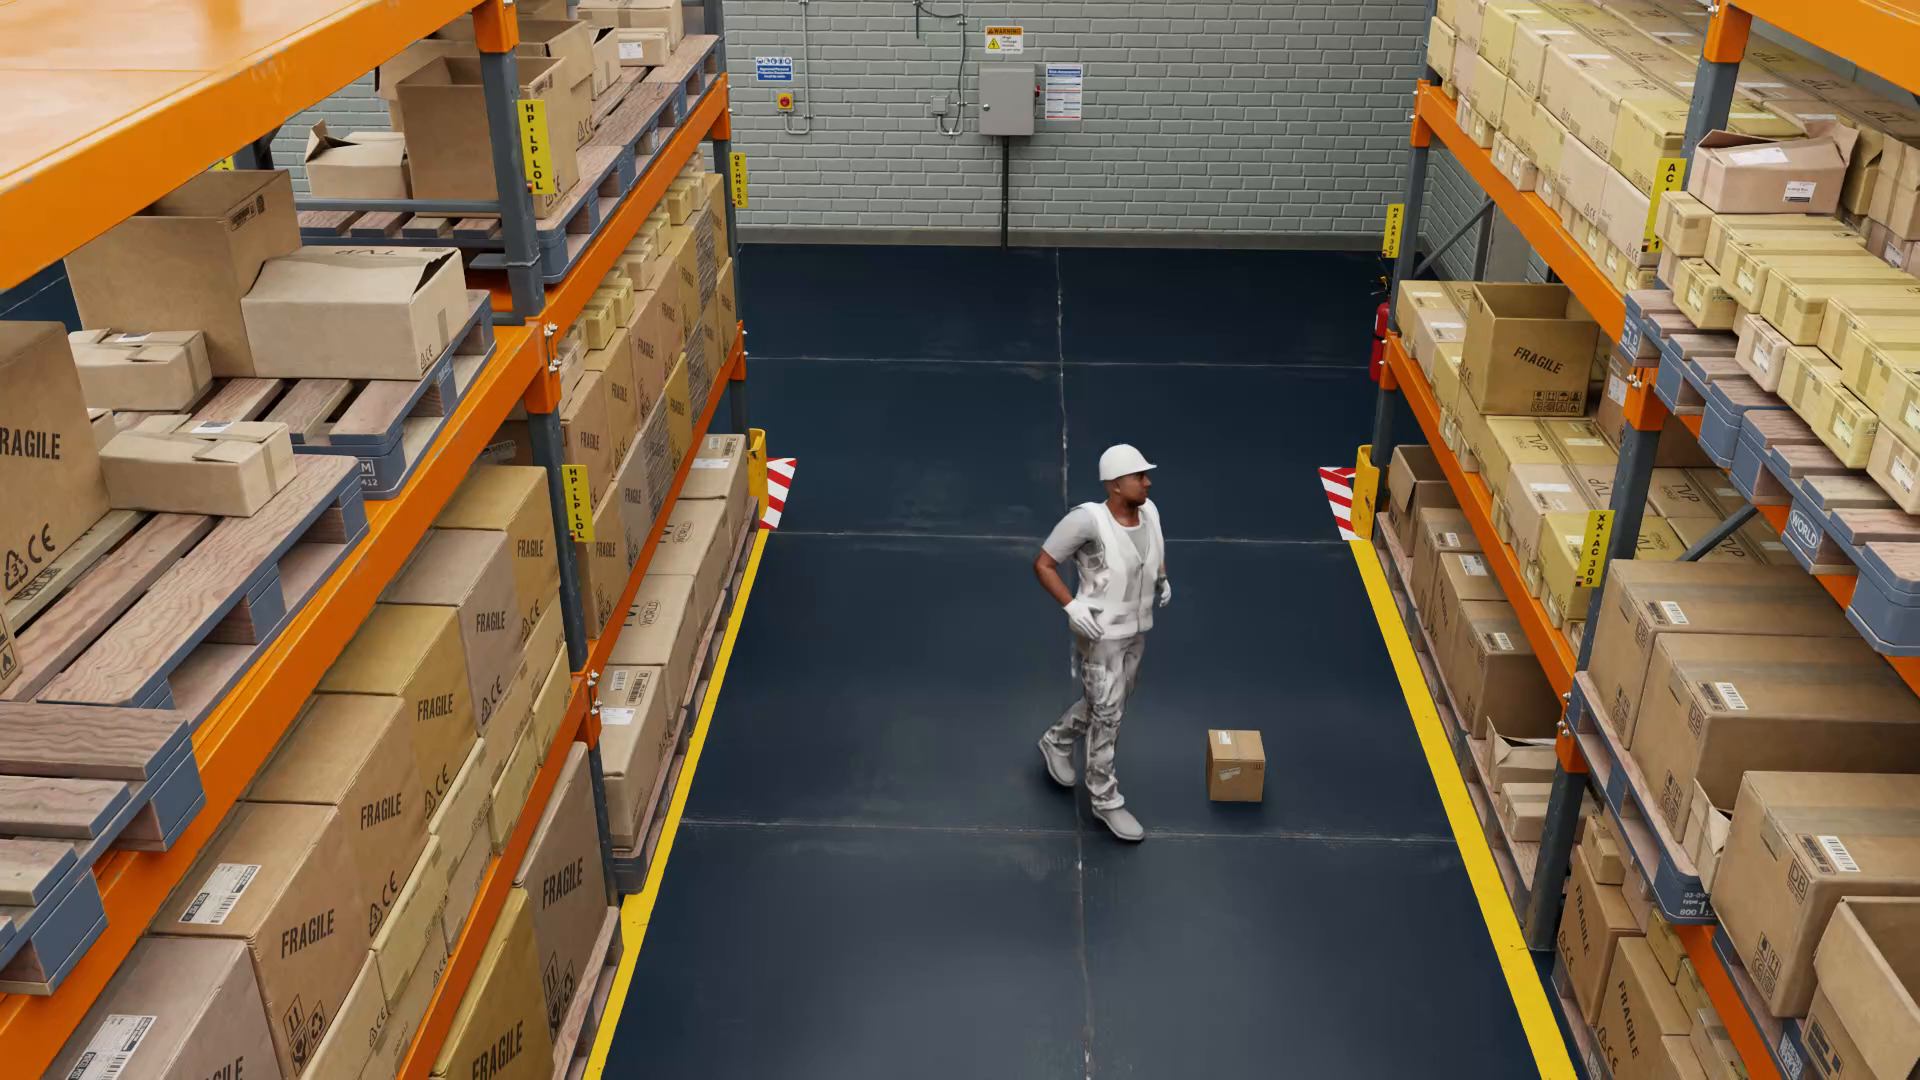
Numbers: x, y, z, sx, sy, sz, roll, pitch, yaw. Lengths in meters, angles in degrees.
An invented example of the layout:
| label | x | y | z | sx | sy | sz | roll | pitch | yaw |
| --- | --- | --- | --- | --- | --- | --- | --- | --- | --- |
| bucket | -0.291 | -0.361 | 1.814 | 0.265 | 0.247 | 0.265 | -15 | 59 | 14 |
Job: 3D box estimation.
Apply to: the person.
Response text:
| label | x | y | z | sx | sy | sz | roll | pitch | yaw |
| --- | --- | --- | --- | --- | --- | --- | --- | --- | --- |
| person | 0.773 | 0.416 | 7.795 | 0.773 | 1.747 | 0.698 | 24 | 36 | 38 |
